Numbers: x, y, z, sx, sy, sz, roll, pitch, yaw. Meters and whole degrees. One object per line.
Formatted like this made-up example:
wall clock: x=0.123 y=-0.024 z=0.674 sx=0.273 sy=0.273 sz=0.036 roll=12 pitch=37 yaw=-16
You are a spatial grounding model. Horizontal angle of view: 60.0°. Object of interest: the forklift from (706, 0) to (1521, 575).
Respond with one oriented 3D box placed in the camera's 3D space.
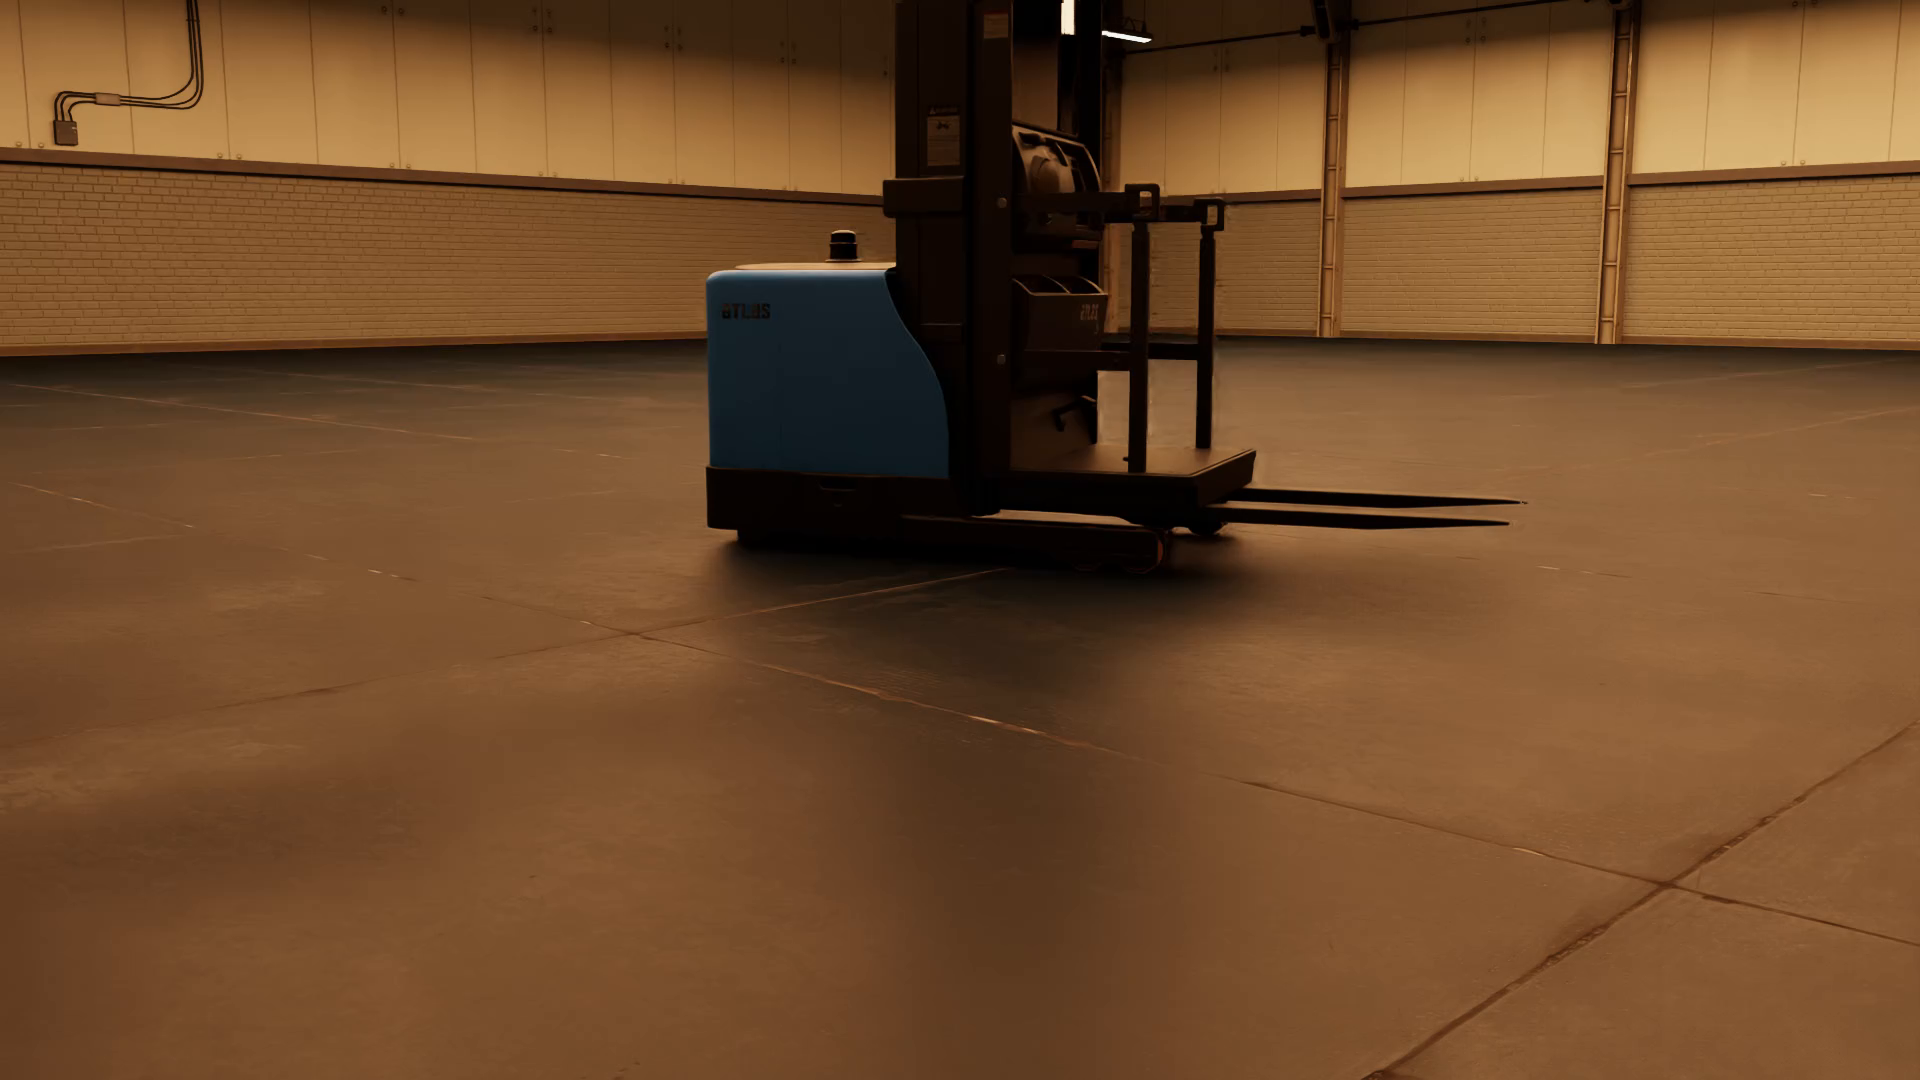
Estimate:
forklift: x=0.565 y=-1.416 z=6.275 sx=3.031 sy=2.935 sz=1.130 roll=3 pitch=9 yaw=22
